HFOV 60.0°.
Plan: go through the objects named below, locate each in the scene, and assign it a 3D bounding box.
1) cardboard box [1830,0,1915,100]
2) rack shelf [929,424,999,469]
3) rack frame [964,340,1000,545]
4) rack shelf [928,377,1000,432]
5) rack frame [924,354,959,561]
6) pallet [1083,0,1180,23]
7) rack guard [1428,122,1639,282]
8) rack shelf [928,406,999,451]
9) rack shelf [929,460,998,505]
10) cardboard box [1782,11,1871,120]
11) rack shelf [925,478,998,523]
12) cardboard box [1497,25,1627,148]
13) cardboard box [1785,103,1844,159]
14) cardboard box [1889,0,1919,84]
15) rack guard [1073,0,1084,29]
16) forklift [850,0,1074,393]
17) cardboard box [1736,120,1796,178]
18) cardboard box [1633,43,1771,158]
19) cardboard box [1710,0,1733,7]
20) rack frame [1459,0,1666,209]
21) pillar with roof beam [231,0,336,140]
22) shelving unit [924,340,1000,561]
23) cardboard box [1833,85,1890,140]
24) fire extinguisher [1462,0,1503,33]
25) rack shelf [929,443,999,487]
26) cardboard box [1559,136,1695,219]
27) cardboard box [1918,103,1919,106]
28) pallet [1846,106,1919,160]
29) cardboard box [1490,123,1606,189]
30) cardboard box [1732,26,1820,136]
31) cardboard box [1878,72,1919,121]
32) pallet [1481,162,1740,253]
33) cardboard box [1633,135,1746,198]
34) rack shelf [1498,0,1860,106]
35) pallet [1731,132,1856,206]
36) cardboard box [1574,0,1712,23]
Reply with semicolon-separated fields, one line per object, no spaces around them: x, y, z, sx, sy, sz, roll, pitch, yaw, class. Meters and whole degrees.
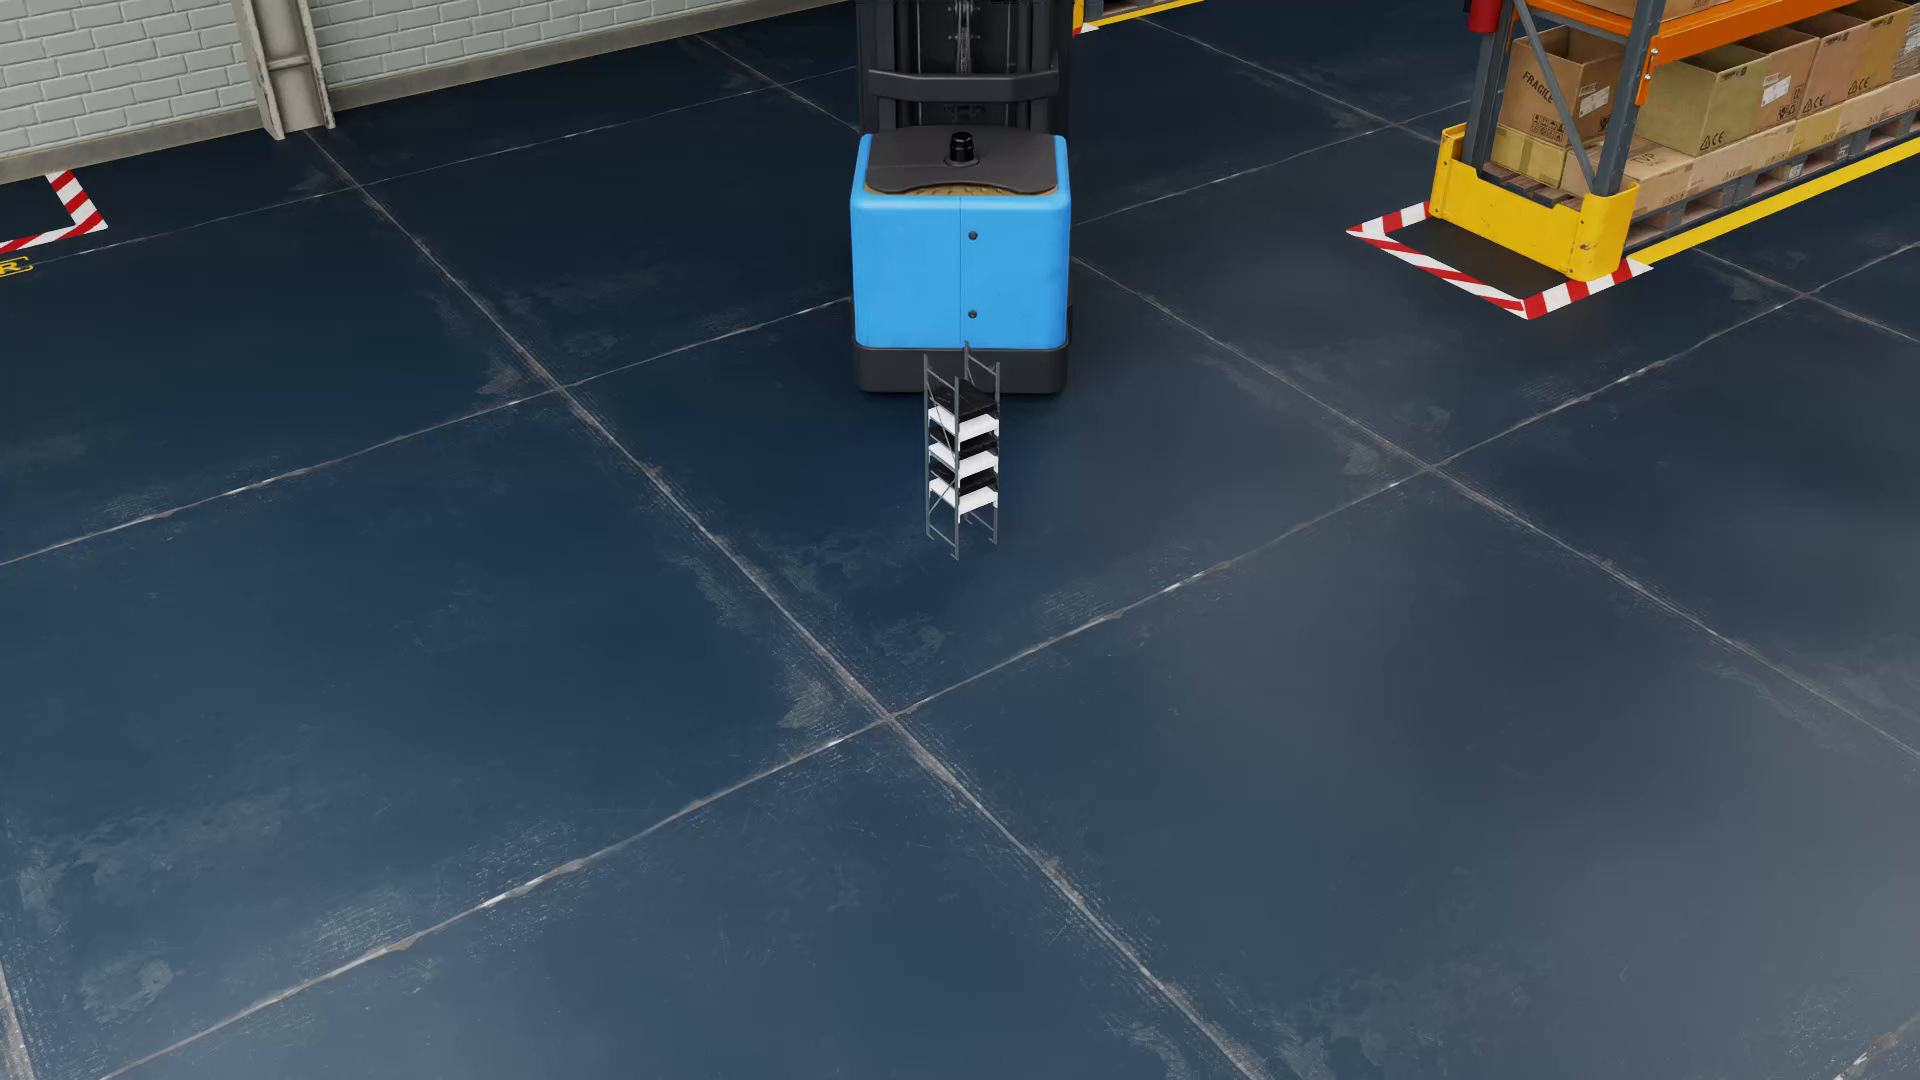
5.479;-3.093;10.335;0.500;0.500;0.500;-22;41;-28;cardboard box
0.007;-0.414;6.958;0.200;0.077;0.258;-22;41;-28;rack shelf
0.090;-0.402;7.039;0.006;0.900;0.240;-22;41;-28;rack frame
0.007;-0.560;6.853;0.200;0.077;0.258;-22;41;-28;rack shelf
-0.076;-0.334;6.943;0.006;0.900;0.240;-22;41;-28;rack frame
1.174;-4.495;13.319;1.213;0.211;1.003;-22;41;-28;pallet
3.265;-1.959;9.546;0.348;0.500;1.175;-22;41;-28;rack guard
0.007;-0.487;6.905;0.200;0.077;0.258;-22;41;-28;rack shelf
0.007;-0.268;7.063;0.200;0.077;0.258;-22;41;-28;rack shelf
5.079;-2.918;10.092;0.500;0.500;0.500;-22;41;-28;cardboard box
0.007;-0.195;7.116;0.200;0.077;0.258;-22;41;-28;rack shelf
3.552;-2.663;9.737;0.500;0.500;0.500;-22;41;-28;cardboard box
5.078;-2.614;10.311;0.500;0.250;0.500;-22;41;-28;cardboard box
5.886;-3.263;10.571;0.500;0.500;0.500;-22;41;-28;cardboard box
0.490;-4.356;12.878;0.348;0.500;1.175;-22;41;-28;rack guard
0.028;-2.735;8.543;1.130;2.935;3.031;1;36;1;forklift
4.667;-2.448;10.081;0.500;0.250;0.500;-22;41;-28;cardboard box
4.259;-2.584;9.627;0.500;0.500;0.500;-22;41;-28;cardboard box
4.100;-3.353;9.257;0.500;0.500;0.700;-21;41;-27;cardboard box
3.285;-2.982;8.827;0.127;3.000;1.000;-22;41;-28;rack frame
-1.923;-4.356;5.600;0.400;9.000;9.100;-22;41;-28;pillar with roof beam
0.007;-0.368;6.991;0.210;0.900;0.258;-22;41;-28;shelving unit
5.486;-2.783;10.545;0.500;0.250;0.500;-22;41;-28;cardboard box
2.920;-3.133;9.103;0.183;0.674;0.296;-22;41;-28;fire extinguisher
0.007;-0.341;7.011;0.200;0.077;0.258;-22;41;-28;rack shelf
3.851;-2.111;9.611;0.500;0.250;0.500;-22;41;-28;cardboard box
6.301;-3.121;11.016;0.500;0.250;0.500;-22;41;-28;cardboard box
5.880;-2.948;11.168;1.213;0.211;1.003;-22;41;-28;pallet
3.553;-2.358;9.954;0.500;0.250;0.500;-22;41;-28;cardboard box
4.660;-2.758;9.869;0.500;0.500;0.500;-22;41;-28;cardboard box
5.887;-2.958;10.789;0.500;0.250;0.500;-22;41;-28;cardboard box
3.886;-2.127;10.027;1.213;0.211;1.003;-22;41;-28;pallet
4.258;-2.280;9.847;0.500;0.250;0.500;-22;41;-28;cardboard box
4.919;-3.363;9.973;4.000;0.370;1.077;-22;41;-28;rack shelf
4.882;-2.535;10.594;1.213;0.211;1.003;-22;41;-28;pallet
3.674;-3.174;9.008;0.500;0.500;0.700;-22;41;-28;cardboard box
